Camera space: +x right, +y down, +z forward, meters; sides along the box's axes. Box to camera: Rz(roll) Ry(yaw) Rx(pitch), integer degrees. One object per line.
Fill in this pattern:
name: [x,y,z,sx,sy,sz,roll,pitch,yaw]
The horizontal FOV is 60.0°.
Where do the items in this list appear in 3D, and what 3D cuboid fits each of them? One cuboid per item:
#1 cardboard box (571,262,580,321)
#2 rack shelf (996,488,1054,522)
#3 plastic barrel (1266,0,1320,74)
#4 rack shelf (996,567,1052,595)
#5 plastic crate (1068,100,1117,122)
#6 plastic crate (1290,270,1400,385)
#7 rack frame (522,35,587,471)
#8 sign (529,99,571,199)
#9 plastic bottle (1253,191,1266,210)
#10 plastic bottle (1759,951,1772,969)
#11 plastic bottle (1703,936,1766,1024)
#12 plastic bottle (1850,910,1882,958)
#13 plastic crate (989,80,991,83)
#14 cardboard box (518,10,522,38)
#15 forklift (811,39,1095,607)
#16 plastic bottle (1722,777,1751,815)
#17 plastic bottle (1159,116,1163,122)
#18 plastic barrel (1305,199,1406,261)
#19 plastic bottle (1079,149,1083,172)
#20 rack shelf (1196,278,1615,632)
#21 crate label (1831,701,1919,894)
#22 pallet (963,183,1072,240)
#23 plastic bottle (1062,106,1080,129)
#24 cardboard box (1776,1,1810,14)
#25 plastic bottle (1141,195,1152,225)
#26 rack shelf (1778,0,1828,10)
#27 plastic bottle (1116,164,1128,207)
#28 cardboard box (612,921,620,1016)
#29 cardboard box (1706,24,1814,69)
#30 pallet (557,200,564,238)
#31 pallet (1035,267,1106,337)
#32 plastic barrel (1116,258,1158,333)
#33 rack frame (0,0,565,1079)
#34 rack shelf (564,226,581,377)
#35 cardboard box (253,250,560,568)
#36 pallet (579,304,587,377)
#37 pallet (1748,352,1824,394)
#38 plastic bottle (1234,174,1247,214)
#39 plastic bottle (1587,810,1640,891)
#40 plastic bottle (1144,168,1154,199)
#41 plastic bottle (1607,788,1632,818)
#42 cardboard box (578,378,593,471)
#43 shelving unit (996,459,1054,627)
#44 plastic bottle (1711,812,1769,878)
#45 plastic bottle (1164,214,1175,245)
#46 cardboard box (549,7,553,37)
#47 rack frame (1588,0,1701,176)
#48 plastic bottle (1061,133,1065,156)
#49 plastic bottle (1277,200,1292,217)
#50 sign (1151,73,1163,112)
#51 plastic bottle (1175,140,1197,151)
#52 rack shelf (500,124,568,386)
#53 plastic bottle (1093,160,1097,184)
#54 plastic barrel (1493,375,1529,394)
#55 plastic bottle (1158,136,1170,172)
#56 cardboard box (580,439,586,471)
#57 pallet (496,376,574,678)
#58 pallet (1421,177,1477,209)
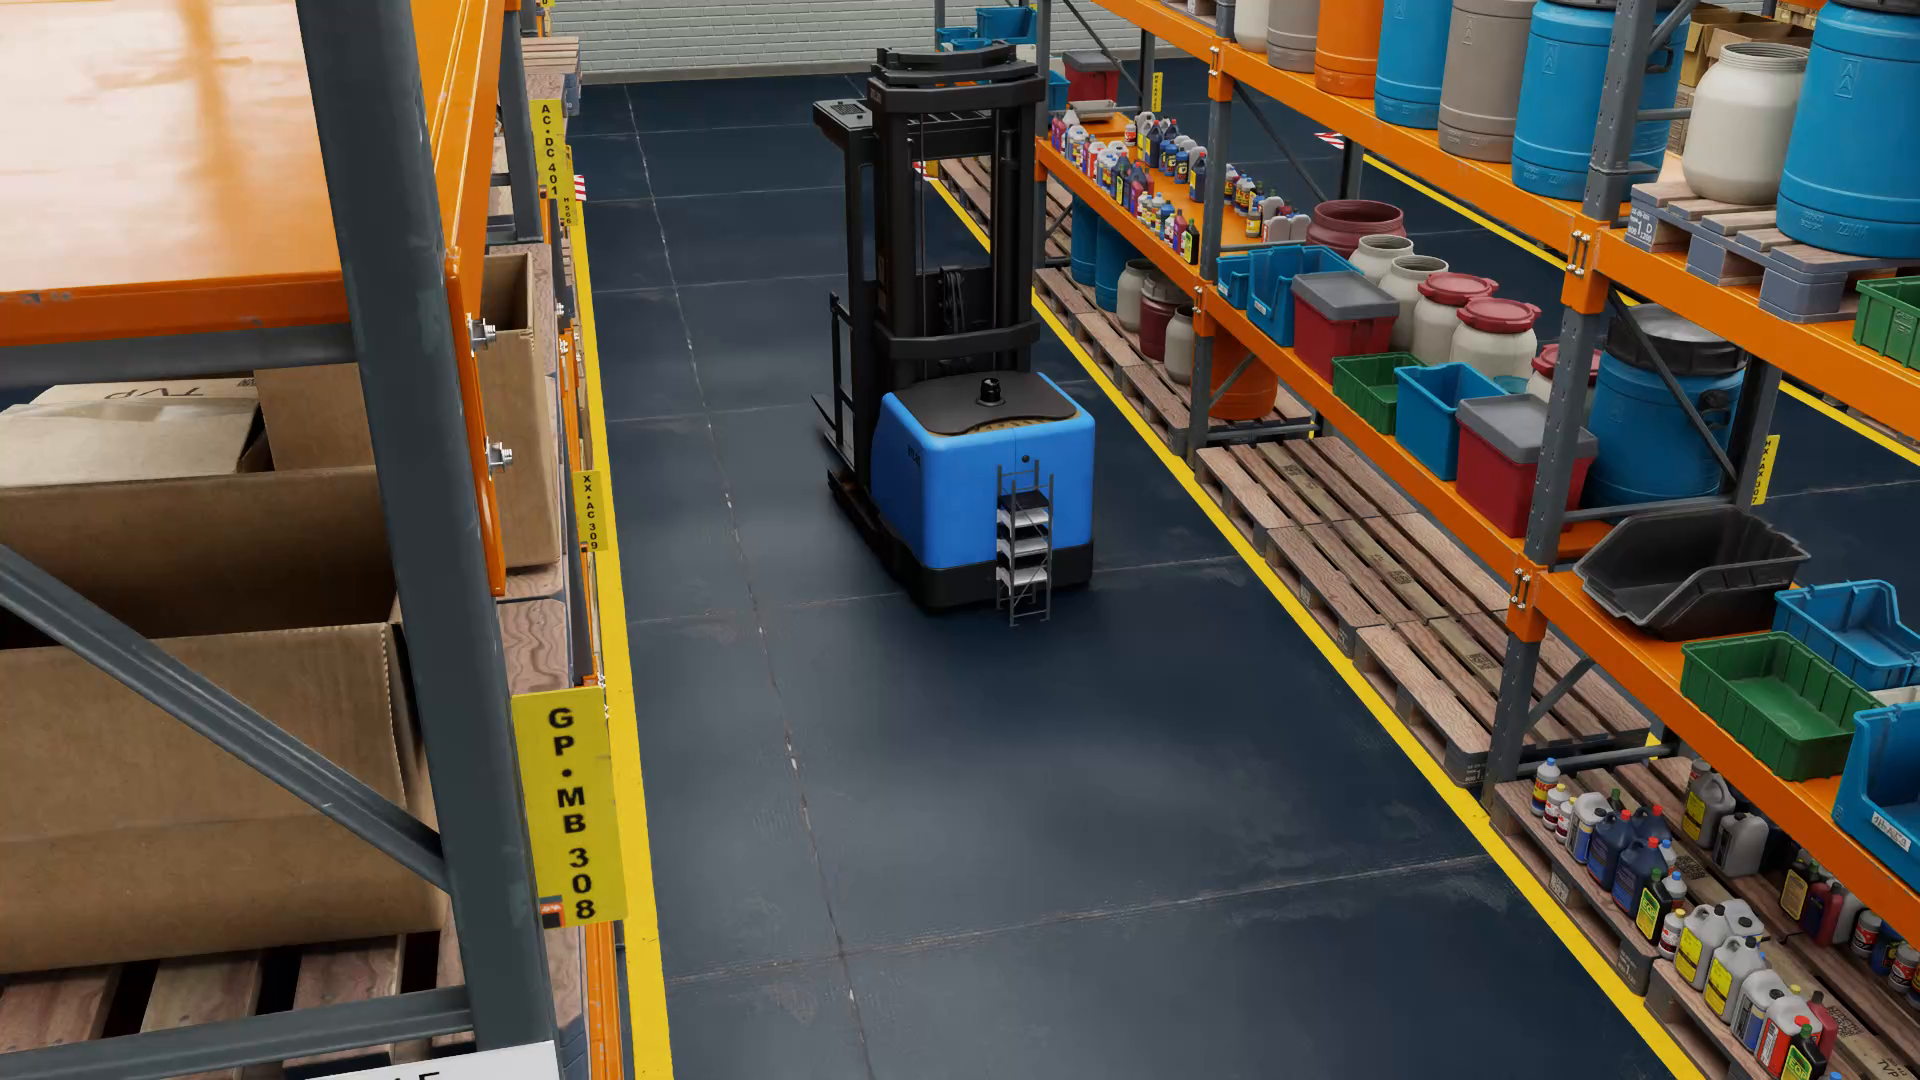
cardboard box: [-3.200,-1.812,12.797,0.500,0.500,0.500,-6,27,-11]
rack shelf: [0.355,-0.190,9.103,0.258,0.077,0.200,-9,28,-18]
plastic barrel: [2.009,-3.062,9.103,0.600,0.901,0.600,0,27,0]
rack shelf: [0.355,0.212,9.305,0.258,0.077,0.200,-9,28,-18]
plastic crate: [1.168,-3.766,14.608,0.396,0.136,0.243,-6,27,-12]
plastic crate: [2.101,-1.170,9.169,0.402,0.464,0.583,-6,27,-12]
rack frame: [-2.792,-1.381,9.657,1.000,3.000,0.127,-6,27,-12]
sign: [-1.350,-1.287,5.480,0.100,0.325,0.005,-6,27,-12]
plastic bottle: [2.089,-2.298,11.617,0.097,0.271,0.097,0,27,0]
plastic bottle: [3.002,1.643,6.283,0.097,0.201,0.097,0,27,0]
plastic bottle: [2.894,1.608,6.187,0.144,0.351,0.185,-5,27,-9]
plastic bottle: [3.565,1.527,6.513,0.097,0.201,0.097,0,27,0]
plastic crate: [0.448,-4.281,15.629,0.293,0.136,0.466,-6,27,-12]
cardboard box: [-2.923,-2.953,9.331,0.910,0.500,0.500,-6,27,-12]
forklift: [-0.217,-1.573,10.113,1.130,2.935,3.031,-9,28,-18]
plastic bottle: [3.362,1.113,7.167,0.144,0.351,0.185,-7,28,-13]
plastic bottle: [1.634,-3.349,13.686,0.061,0.283,0.133,-6,27,-12]
plastic barrel: [2.435,-1.770,10.277,0.600,0.536,0.708,-6,27,-12]
plastic bottle: [0.993,-3.008,13.101,0.097,0.201,0.097,0,27,0]
rack shelf: [2.486,-0.683,9.073,1.077,0.370,4.000,-6,27,-12]
crate label: [3.160,0.834,5.230,0.502,0.435,0.616,-6,27,-12]
pallet: [0.652,-3.249,16.452,1.003,0.211,1.213,-6,27,-12]
plastic bottle: [0.906,-3.411,13.734,0.144,0.351,0.185,-6,27,-12]
cardboard box: [9.745,-6.309,18.979,0.500,0.500,0.500,-5,27,-9]
plastic bottle: [1.336,-2.338,11.774,0.097,0.201,0.097,0,27,0]
rack shelf: [6.410,-4.281,12.872,1.077,0.370,4.000,-6,27,-12]
plastic bottle: [1.199,-2.606,12.213,0.061,0.283,0.133,-6,27,-12]
cardboard box: [-1.573,1.597,6.343,0.500,0.250,0.500,-6,27,-12]
cardboard box: [6.410,-3.780,13.186,0.797,0.503,0.637,-5,27,-10]
pallet: [-3.235,-2.148,11.390,1.003,0.211,1.213,-6,27,-12]
pallet: [1.267,-2.050,14.078,1.003,0.211,1.213,-6,27,-12]
plastic barrel: [1.439,-1.907,12.993,0.421,0.512,0.421,0,27,0]
rack frame: [-0.992,-0.547,1.346,0.949,2.616,0.053,-6,27,-12]
rack shelf: [-3.242,-1.938,11.558,1.077,0.370,4.000,-6,27,-12]
cardboard box: [-1.097,-0.259,3.373,0.500,0.500,0.500,-6,27,-12]
pallet: [-3.473,-1.539,13.064,1.003,0.211,1.213,-6,27,-12]
pallet: [6.756,-1.494,12.976,1.003,0.211,1.213,-6,27,-12]
plastic bottle: [2.045,-2.507,12.031,0.097,0.271,0.097,0,27,0]
plastic bottle: [2.714,1.257,6.883,0.144,0.351,0.185,-5,27,-10]
plastic bottle: [1.369,-2.562,12.126,0.061,0.283,0.133,-6,27,-12]
plastic bottle: [2.784,1.203,7.065,0.061,0.283,0.133,-6,27,-12]
cardboard box: [-2.616,-0.690,10.574,0.500,0.500,0.500,-5,27,-9]
shelving unit: [0.355,0.021,9.209,0.258,0.900,0.210,-9,28,-18]
plastic bottle: [3.267,1.257,6.965,0.152,0.276,0.135,-6,27,-12]
plastic bottle: [1.446,-2.124,11.350,0.097,0.201,0.097,0,27,0]
cardboard box: [-3.875,-4.542,14.699,0.500,0.500,0.500,-5,27,-10]
rack frame: [2.936,-2.804,5.819,1.000,3.000,0.127,-6,27,-12]
plastic bottle: [0.874,-3.238,13.556,0.097,0.201,0.097,0,27,0]
plastic bottle: [2.223,-2.202,11.413,0.061,0.283,0.133,-6,27,-12]
sign: [1.670,-3.817,14.176,0.100,0.325,0.005,-6,27,-12]
plastic bottle: [1.764,-3.002,13.006,0.152,0.276,0.135,-6,27,-12]
rack shelf: [-2.341,-1.521,7.403,1.077,0.370,4.000,-6,27,-12]
plastic bottle: [1.075,-2.847,12.783,0.097,0.201,0.097,0,27,0]
plastic barrel: [2.788,-0.661,8.384,0.301,0.262,0.301,0,27,0]
plastic bottle: [1.616,-3.038,13.083,0.097,0.271,0.097,0,27,0]
cardboard box: [-2.434,-0.386,9.649,0.500,0.311,0.500,-5,27,-10]
pallet: [-1.401,-0.018,3.726,1.003,0.211,1.213,-6,27,-12]
pallet: [5.586,-3.775,17.494,1.003,0.211,1.213,-6,27,-12]
